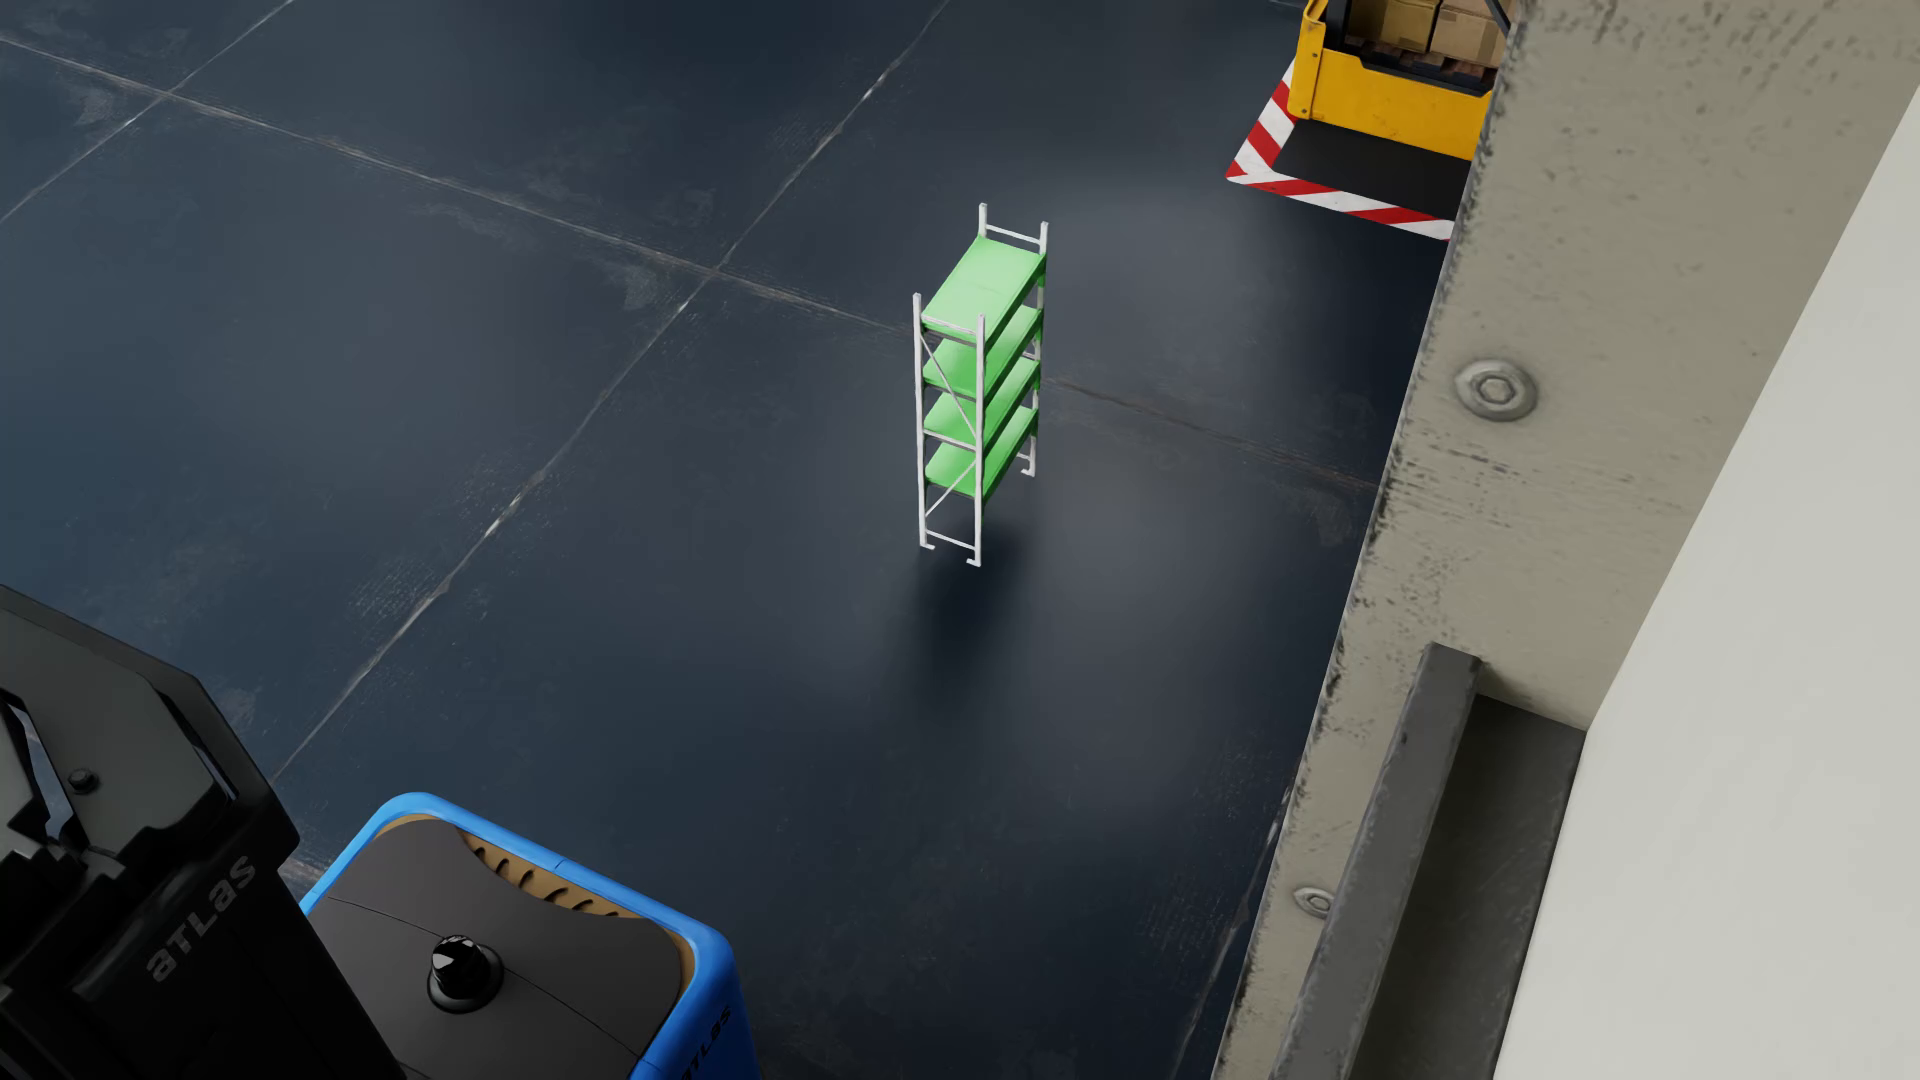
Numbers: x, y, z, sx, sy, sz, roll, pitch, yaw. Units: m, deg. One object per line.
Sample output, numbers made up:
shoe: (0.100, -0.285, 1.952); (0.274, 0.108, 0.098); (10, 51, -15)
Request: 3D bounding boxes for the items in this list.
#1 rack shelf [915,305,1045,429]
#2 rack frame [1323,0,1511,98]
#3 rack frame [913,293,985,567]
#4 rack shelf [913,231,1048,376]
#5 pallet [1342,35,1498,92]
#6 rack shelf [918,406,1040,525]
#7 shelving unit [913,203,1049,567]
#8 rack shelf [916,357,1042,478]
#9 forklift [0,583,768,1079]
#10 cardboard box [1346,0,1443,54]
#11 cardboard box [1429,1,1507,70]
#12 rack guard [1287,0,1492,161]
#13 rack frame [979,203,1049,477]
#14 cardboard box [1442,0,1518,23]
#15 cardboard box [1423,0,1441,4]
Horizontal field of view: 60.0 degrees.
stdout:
rack shelf: (0.071, -0.617, 5.585); (0.258, 0.148, 0.480); (20, 52, 16)
rack frame: (2.123, -2.914, 6.589); (1.000, 3.000, 0.127); (20, 52, 16)
rack frame: (-0.034, -0.335, 5.576); (0.240, 1.200, 0.015); (20, 52, 16)
rack shelf: (0.071, -0.772, 5.402); (0.258, 0.148, 0.480); (20, 52, 16)
pallet: (2.412, -2.551, 8.111); (1.003, 0.211, 1.213); (20, 52, 16)
rack shelf: (0.071, -0.306, 5.951); (0.258, 0.148, 0.480); (20, 52, 16)
shelving unit: (0.071, -0.503, 5.719); (0.258, 1.200, 0.503); (20, 52, 16)
rack shelf: (0.071, -0.461, 5.768); (0.258, 0.148, 0.480); (20, 52, 16)
forklift: (-1.622, 1.524, 2.858); (1.130, 2.935, 3.031); (21, 53, 17)
cardboard box: (2.039, -2.585, 7.839); (0.500, 0.250, 0.500); (20, 53, 16)
cardboard box: (2.510, -2.434, 7.710); (0.500, 0.250, 0.500); (20, 52, 16)
rack guard: (2.113, -2.087, 7.527); (1.175, 0.500, 0.348); (20, 52, 16)
rack frame: (0.175, -0.671, 5.862); (0.240, 1.200, 0.015); (20, 52, 16)
cardboard box: (2.512, -2.577, 7.504); (0.500, 0.250, 0.500); (21, 53, 17)
cardboard box: (2.049, -2.758, 7.658); (0.500, 0.250, 0.500); (19, 52, 16)
